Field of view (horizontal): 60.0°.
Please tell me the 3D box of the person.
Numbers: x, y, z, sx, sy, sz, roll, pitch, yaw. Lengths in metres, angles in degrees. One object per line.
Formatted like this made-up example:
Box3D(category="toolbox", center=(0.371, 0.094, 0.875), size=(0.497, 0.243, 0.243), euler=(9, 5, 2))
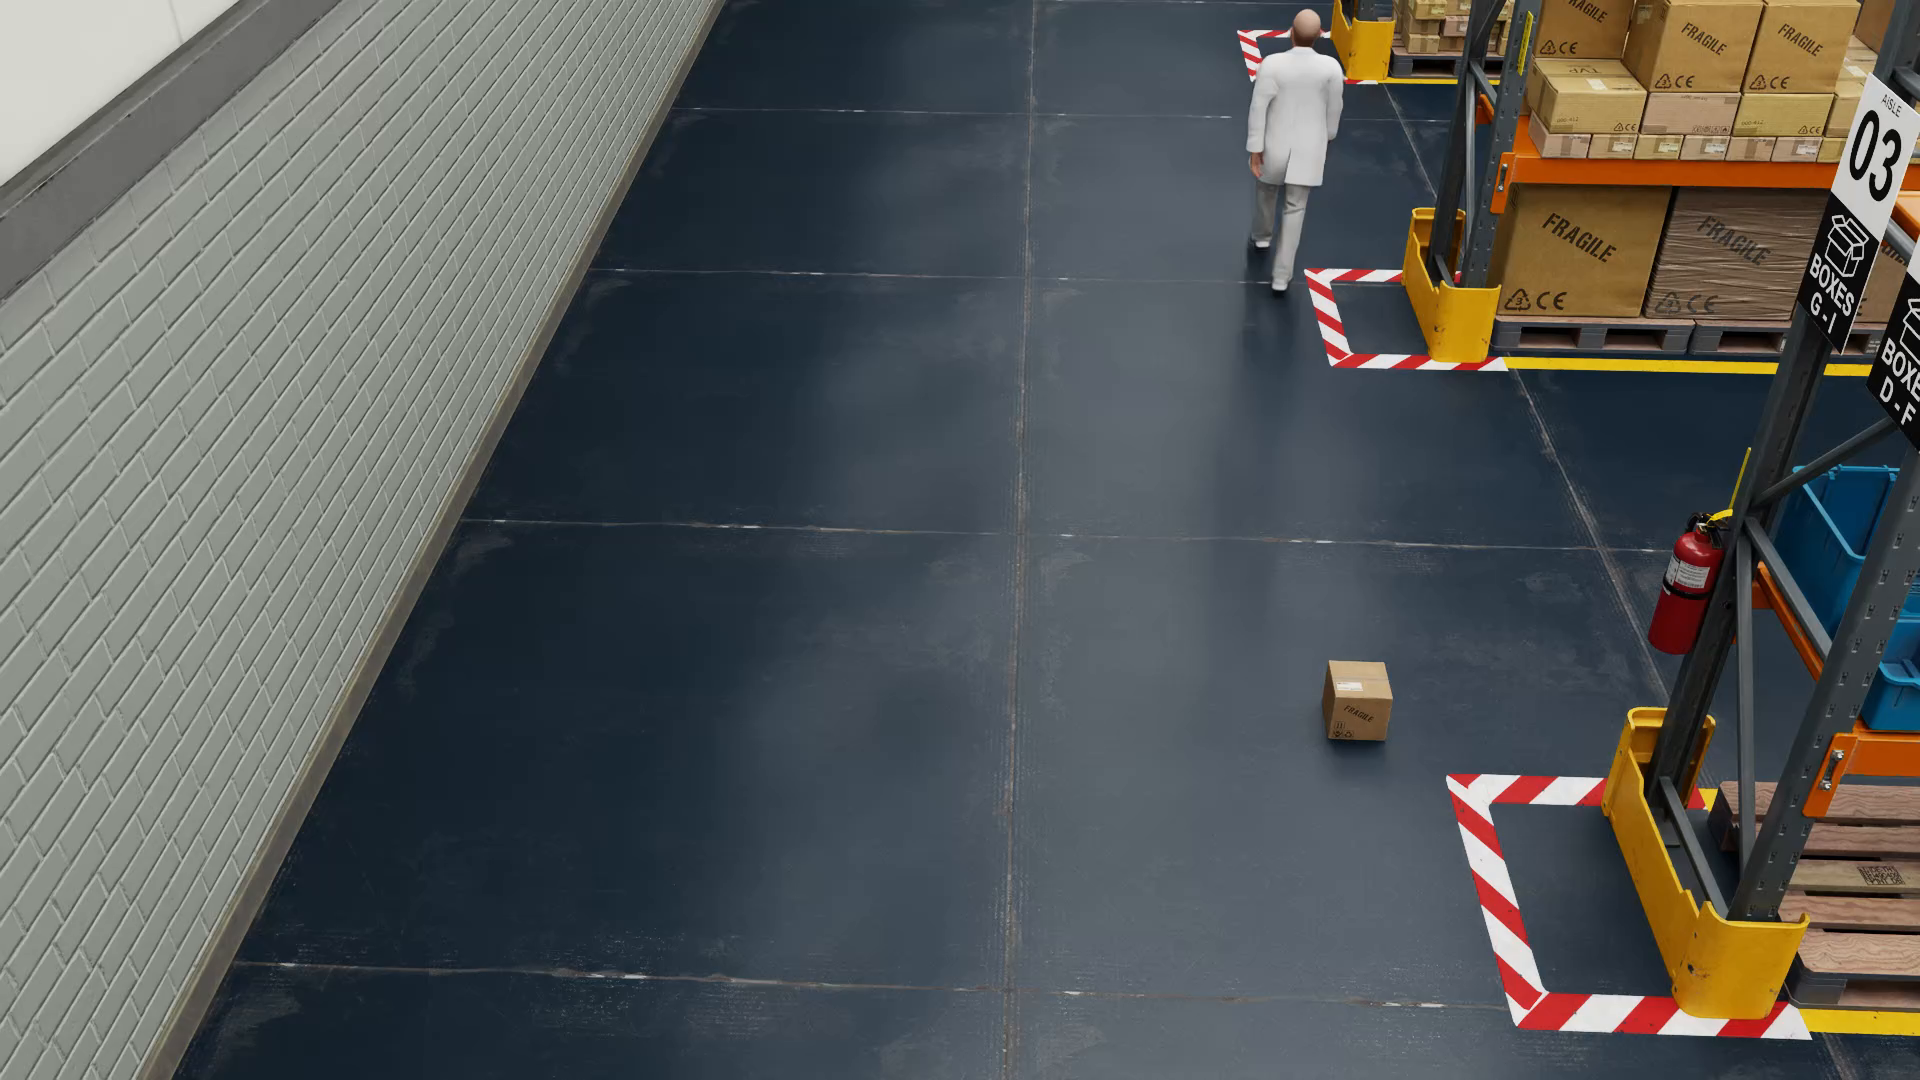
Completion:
Box3D(category="person", center=(2.159, -2.596, 10.776), size=(0.574, 1.741, 0.989), euler=(8, 36, 11))
